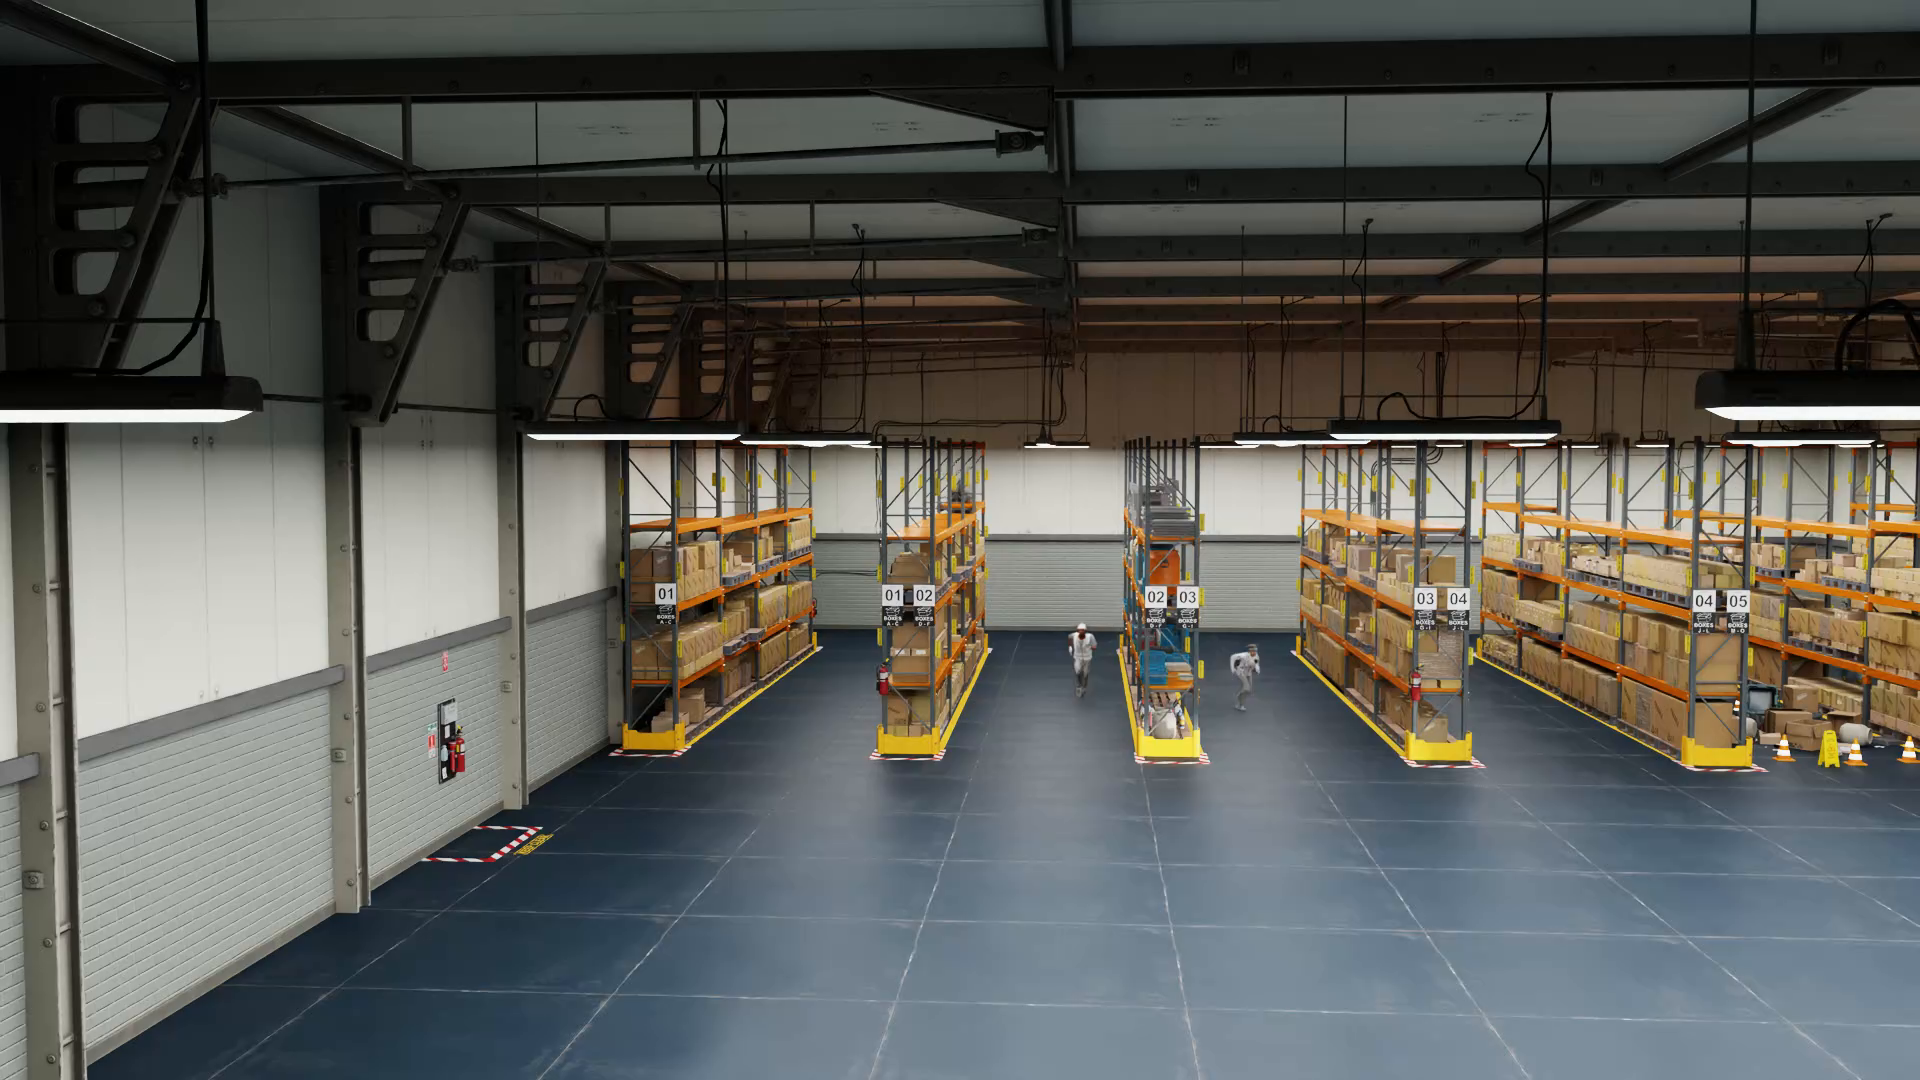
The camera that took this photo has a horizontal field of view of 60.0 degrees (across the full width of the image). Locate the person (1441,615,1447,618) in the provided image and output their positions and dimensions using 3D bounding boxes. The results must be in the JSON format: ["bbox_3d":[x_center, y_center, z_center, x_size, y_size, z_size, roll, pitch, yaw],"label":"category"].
[{"bbox_3d":[13.401,2.460,46.566,0.587,1.627,0.926,0,3,-6],"label":"person"}]

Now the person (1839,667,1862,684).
[{"bbox_3d":[21.794,2.671,40.647,0.630,1.811,0.827,0,3,1],"label":"person"}]

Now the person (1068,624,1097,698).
[{"bbox_3d":[2.837,2.785,38.588,0.668,1.741,0.938,0,3,3],"label":"person"}]

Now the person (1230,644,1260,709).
[{"bbox_3d":[6.276,3.020,36.605,0.645,1.497,0.807,-1,3,-24],"label":"person"}]
